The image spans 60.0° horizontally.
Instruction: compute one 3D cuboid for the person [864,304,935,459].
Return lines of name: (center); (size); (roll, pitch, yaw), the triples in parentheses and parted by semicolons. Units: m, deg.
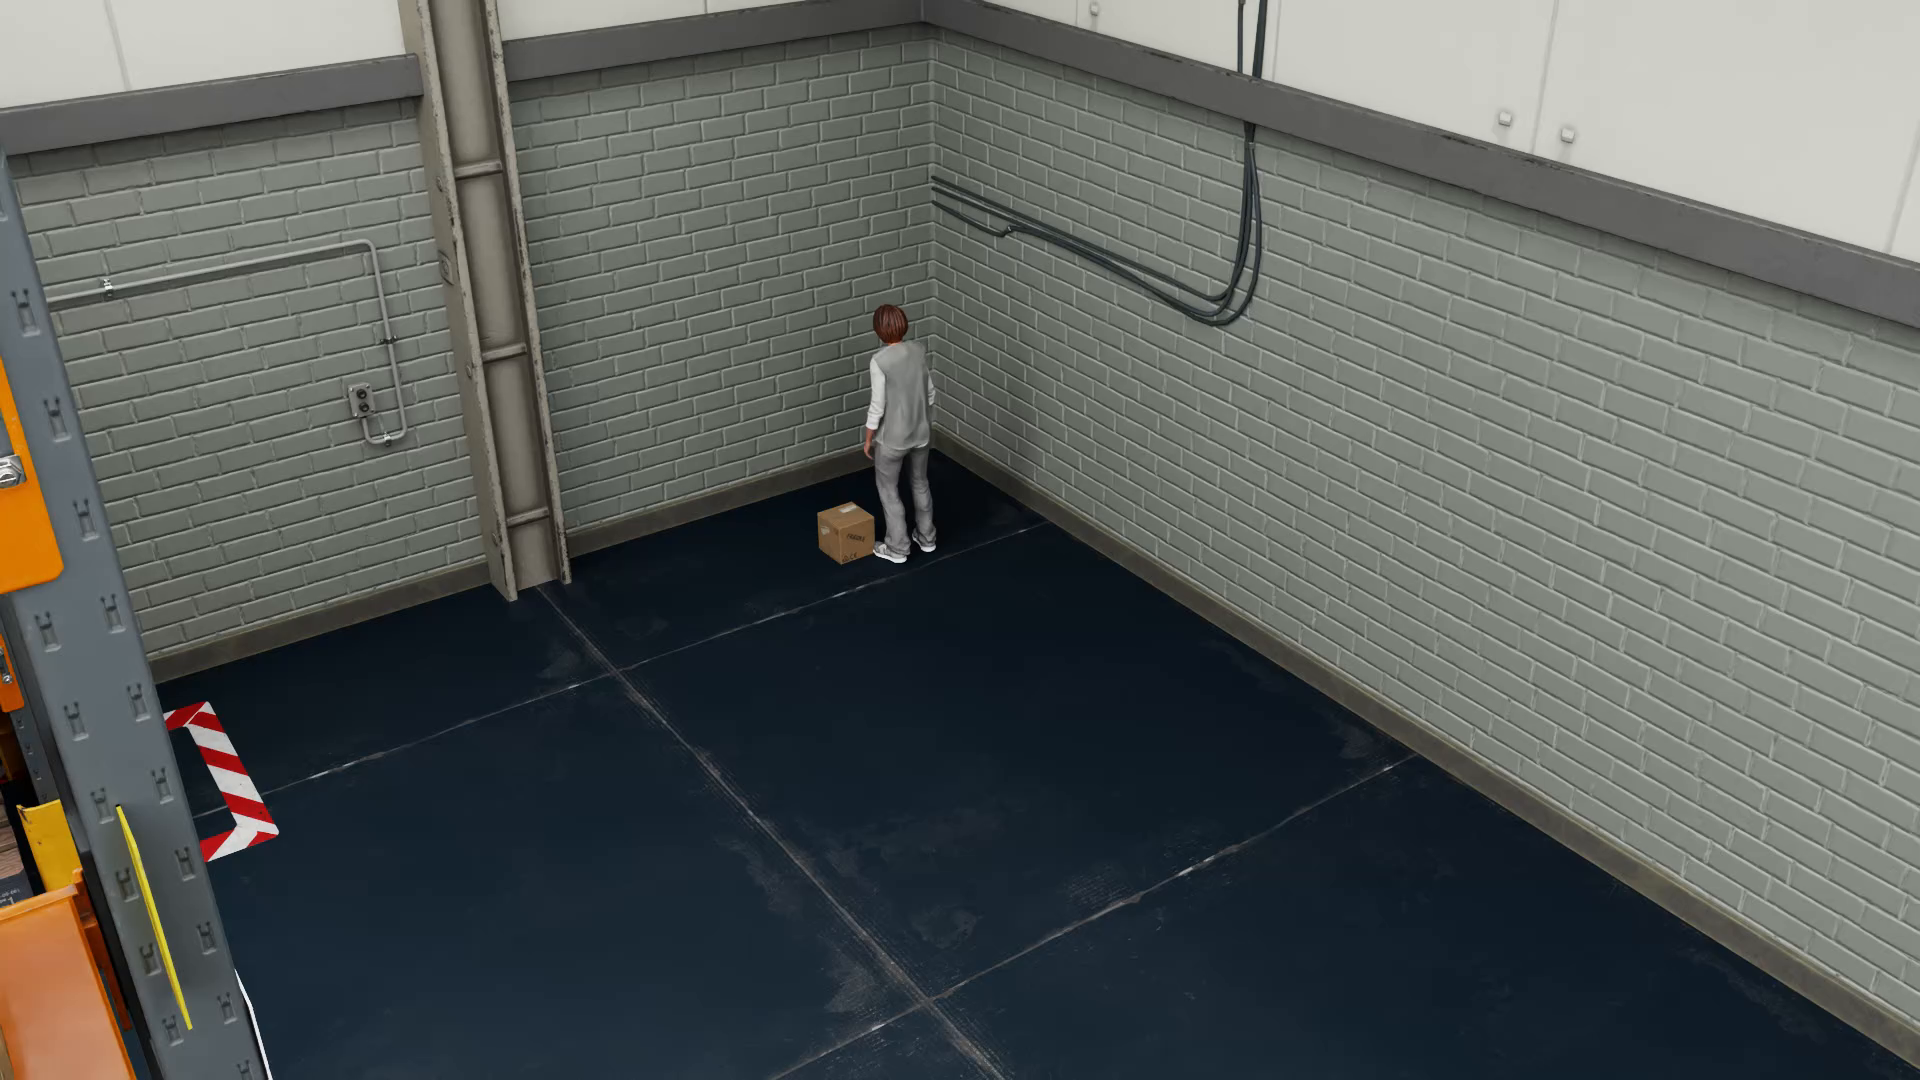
person: (-0.356, -0.913, 9.576); (0.467, 0.910, 0.324); (-21, 35, -33)
